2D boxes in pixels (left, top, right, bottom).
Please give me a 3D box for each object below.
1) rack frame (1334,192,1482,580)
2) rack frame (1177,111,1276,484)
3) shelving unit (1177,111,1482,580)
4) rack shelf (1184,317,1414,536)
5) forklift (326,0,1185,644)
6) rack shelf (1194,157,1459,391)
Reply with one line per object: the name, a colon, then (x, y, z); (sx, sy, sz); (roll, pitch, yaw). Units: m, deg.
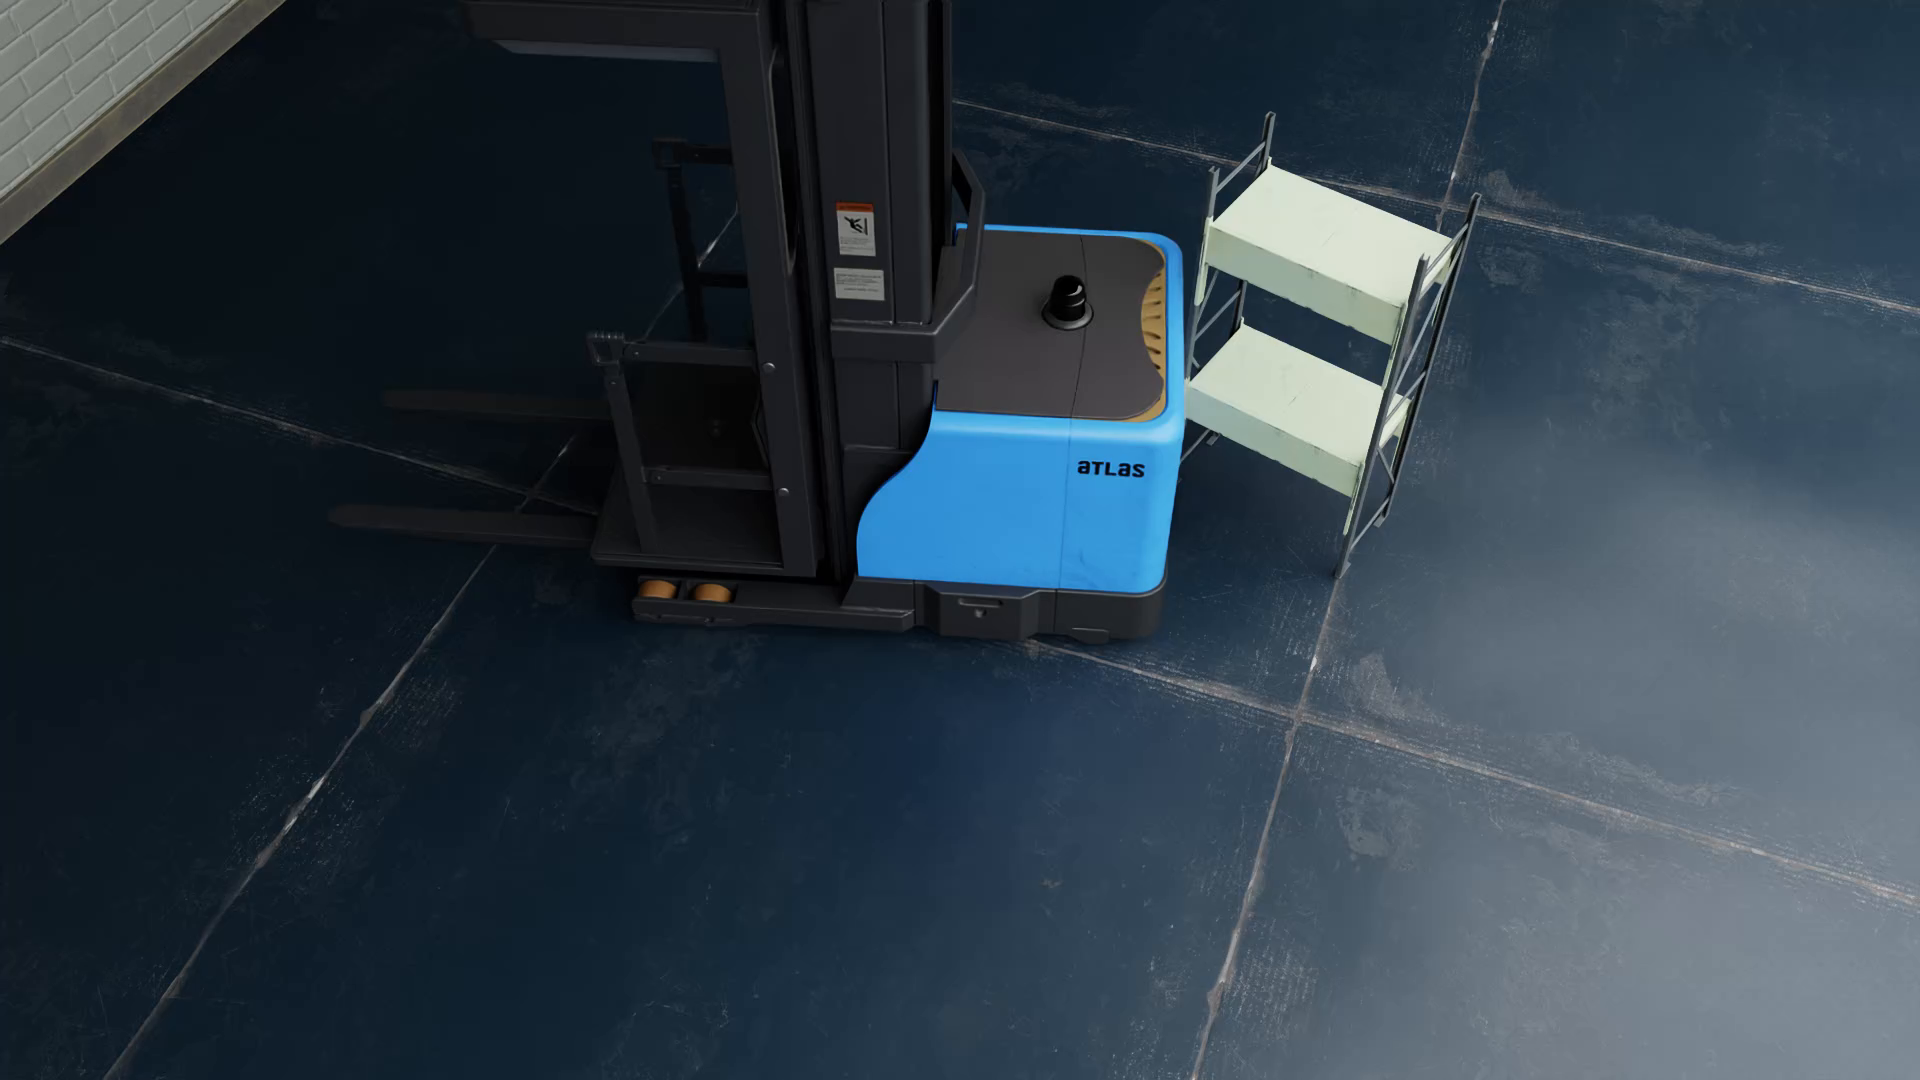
rack frame: (1.506, -0.472, 5.666); (0.023, 1.500, 0.400); (29, 55, 23)
rack frame: (0.915, -0.798, 5.949); (0.023, 1.500, 0.400); (29, 55, 23)
shelving unit: (1.211, -0.635, 5.808); (0.755, 1.500, 0.431); (29, 55, 23)
rack shelf: (1.211, -0.421, 6.054); (0.720, 0.370, 0.431); (29, 55, 23)
forklift: (-0.762, -1.044, 5.216); (3.031, 2.935, 1.130); (3, 49, 3)
rack shelf: (1.211, -0.891, 5.513); (0.720, 0.370, 0.431); (29, 55, 23)
